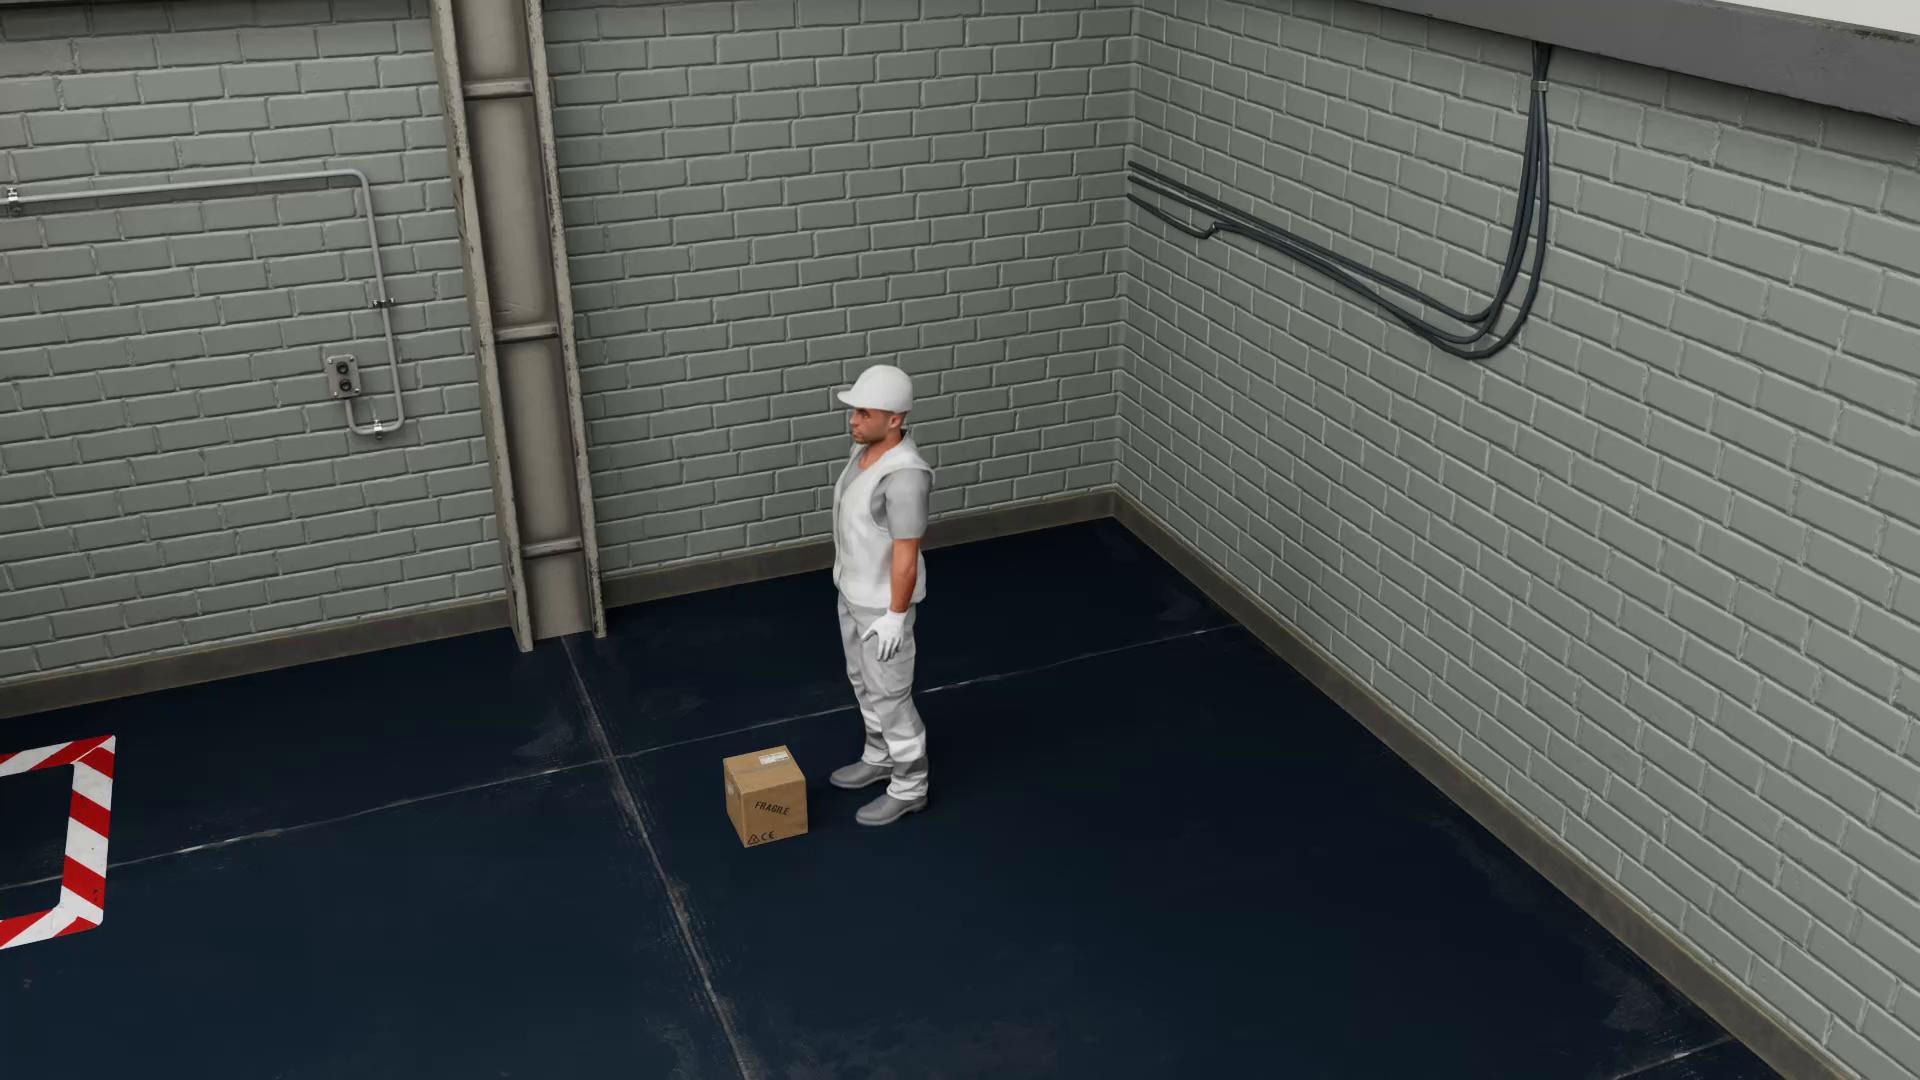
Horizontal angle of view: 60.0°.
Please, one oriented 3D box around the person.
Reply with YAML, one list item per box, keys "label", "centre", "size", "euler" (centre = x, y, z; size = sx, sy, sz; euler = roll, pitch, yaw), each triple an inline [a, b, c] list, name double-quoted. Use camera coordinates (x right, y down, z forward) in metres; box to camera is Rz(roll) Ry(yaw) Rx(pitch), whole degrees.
- label: "person"
  centre: [-0.303, 0.207, 6.159]
  size: [0.351, 1.795, 0.524]
  euler: [-10, 27, -19]
